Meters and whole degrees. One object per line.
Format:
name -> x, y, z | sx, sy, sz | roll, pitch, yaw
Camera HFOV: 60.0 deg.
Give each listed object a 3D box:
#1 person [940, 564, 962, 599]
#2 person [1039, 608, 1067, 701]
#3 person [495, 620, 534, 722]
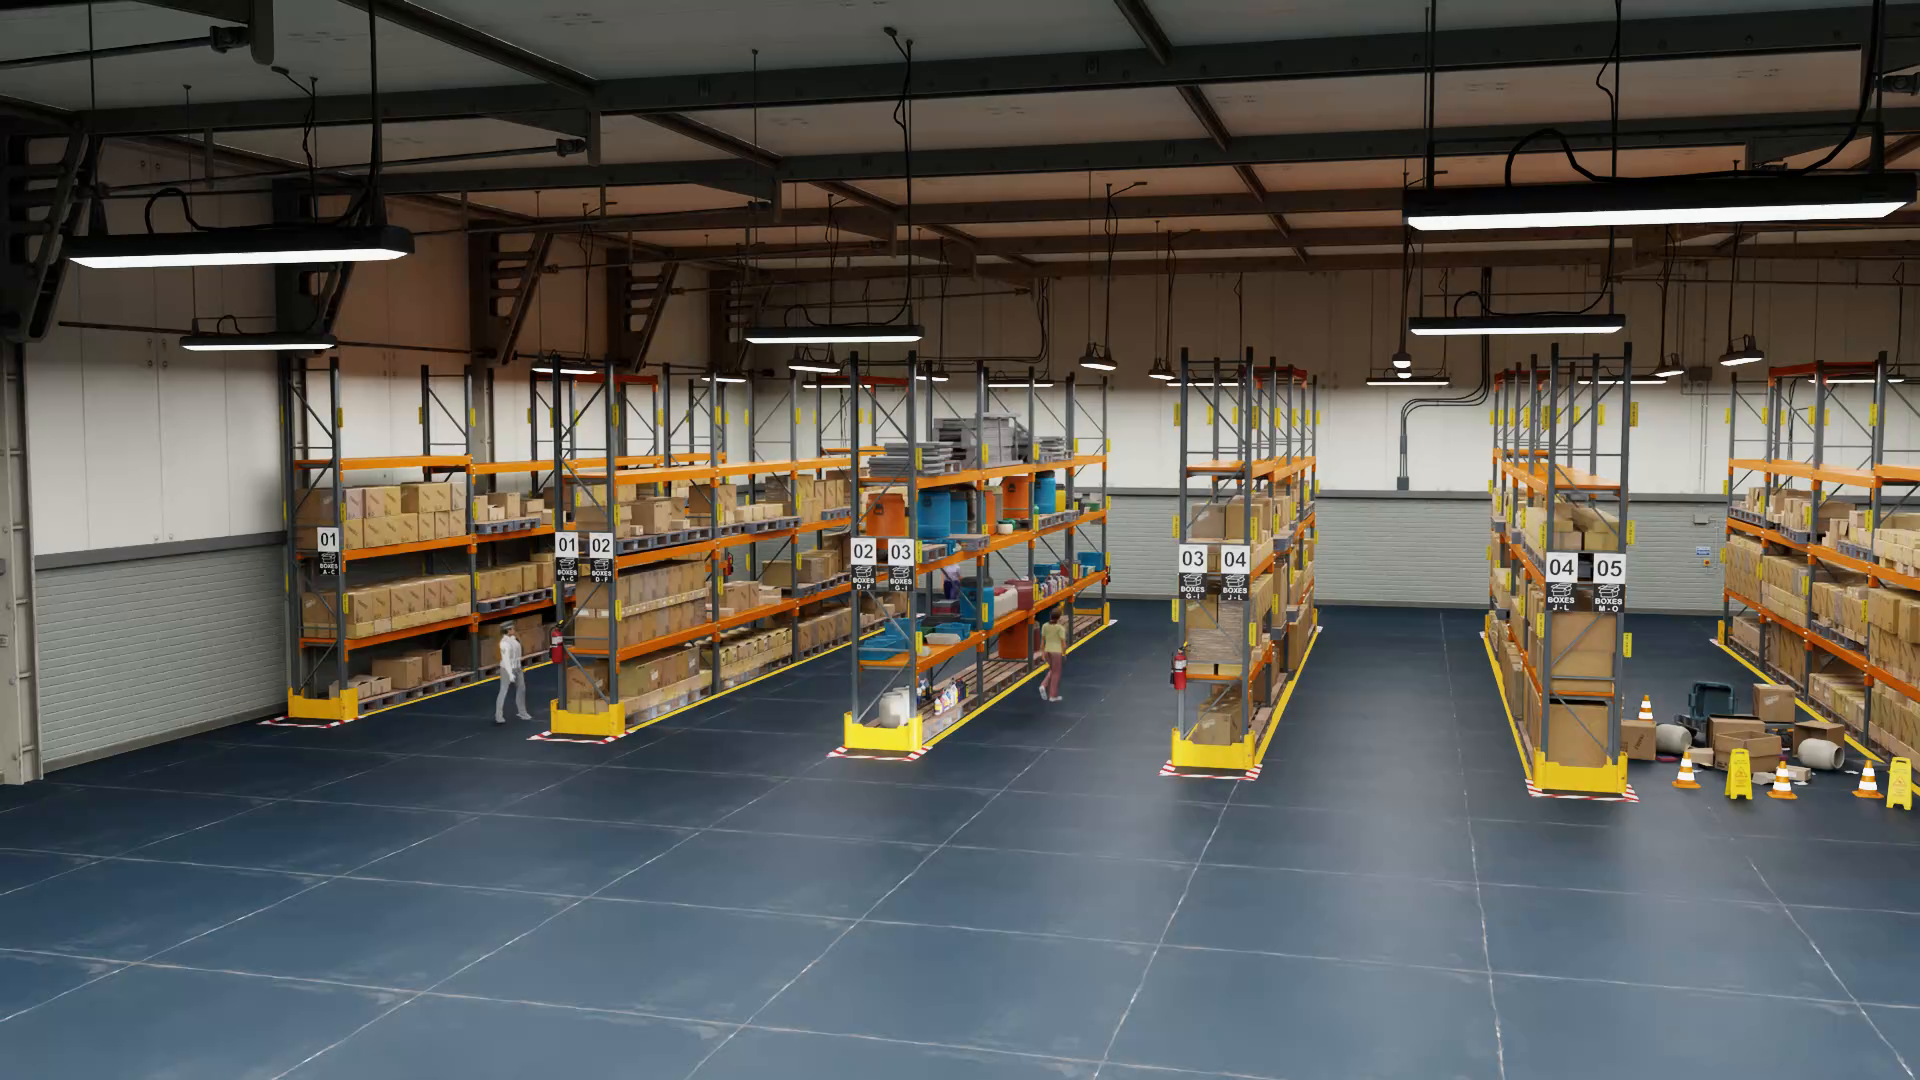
person -> -0.210, 1.146, 41.587 | 0.485, 1.594, 0.956 | 1, 4, 19
person -> 1.647, 2.008, 29.128 | 0.484, 1.647, 0.452 | -3, 5, -38
person -> -7.395, 2.167, 27.447 | 0.469, 1.727, 0.603 | 2, 4, 21
